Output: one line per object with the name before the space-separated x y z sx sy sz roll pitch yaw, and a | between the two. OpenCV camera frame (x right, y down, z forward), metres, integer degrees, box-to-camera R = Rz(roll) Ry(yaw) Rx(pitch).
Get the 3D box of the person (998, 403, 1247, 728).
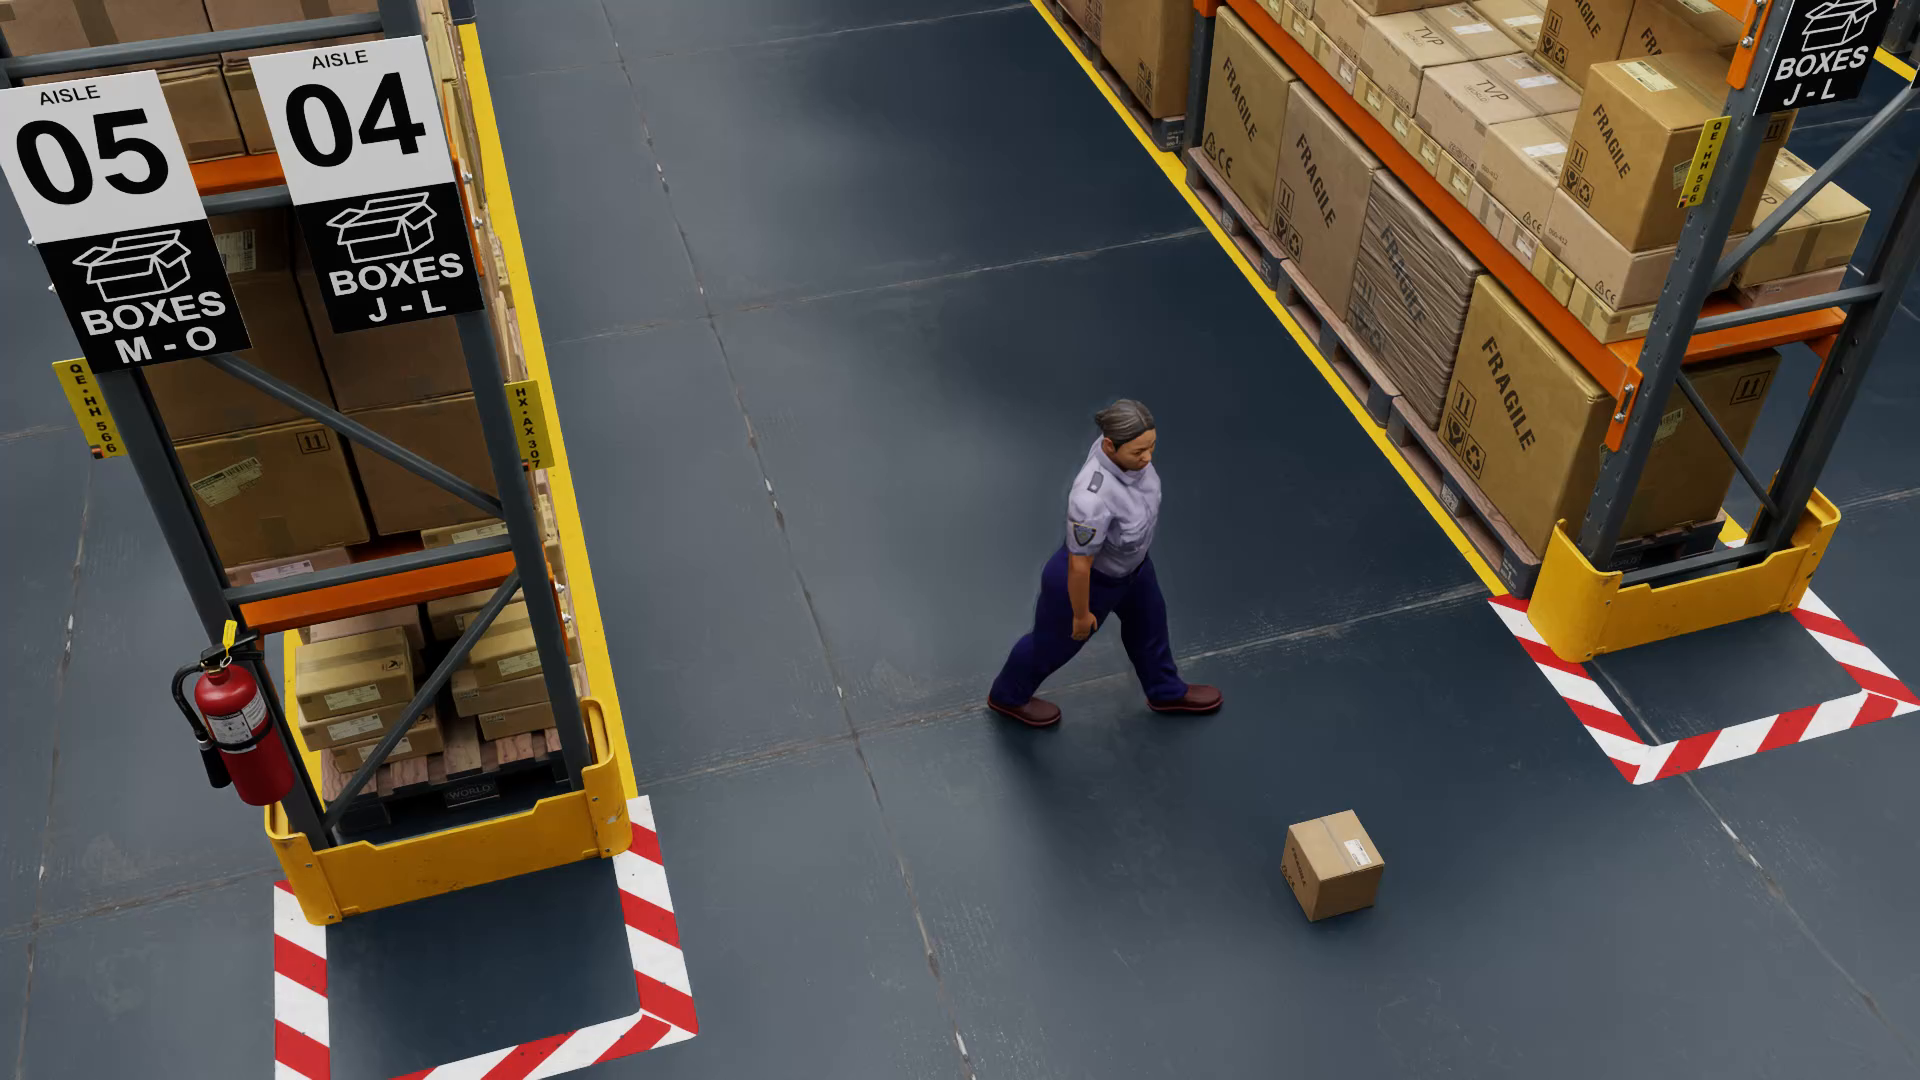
person | 0.614 0.134 6.023 0.920 1.599 0.549 18 45 18
